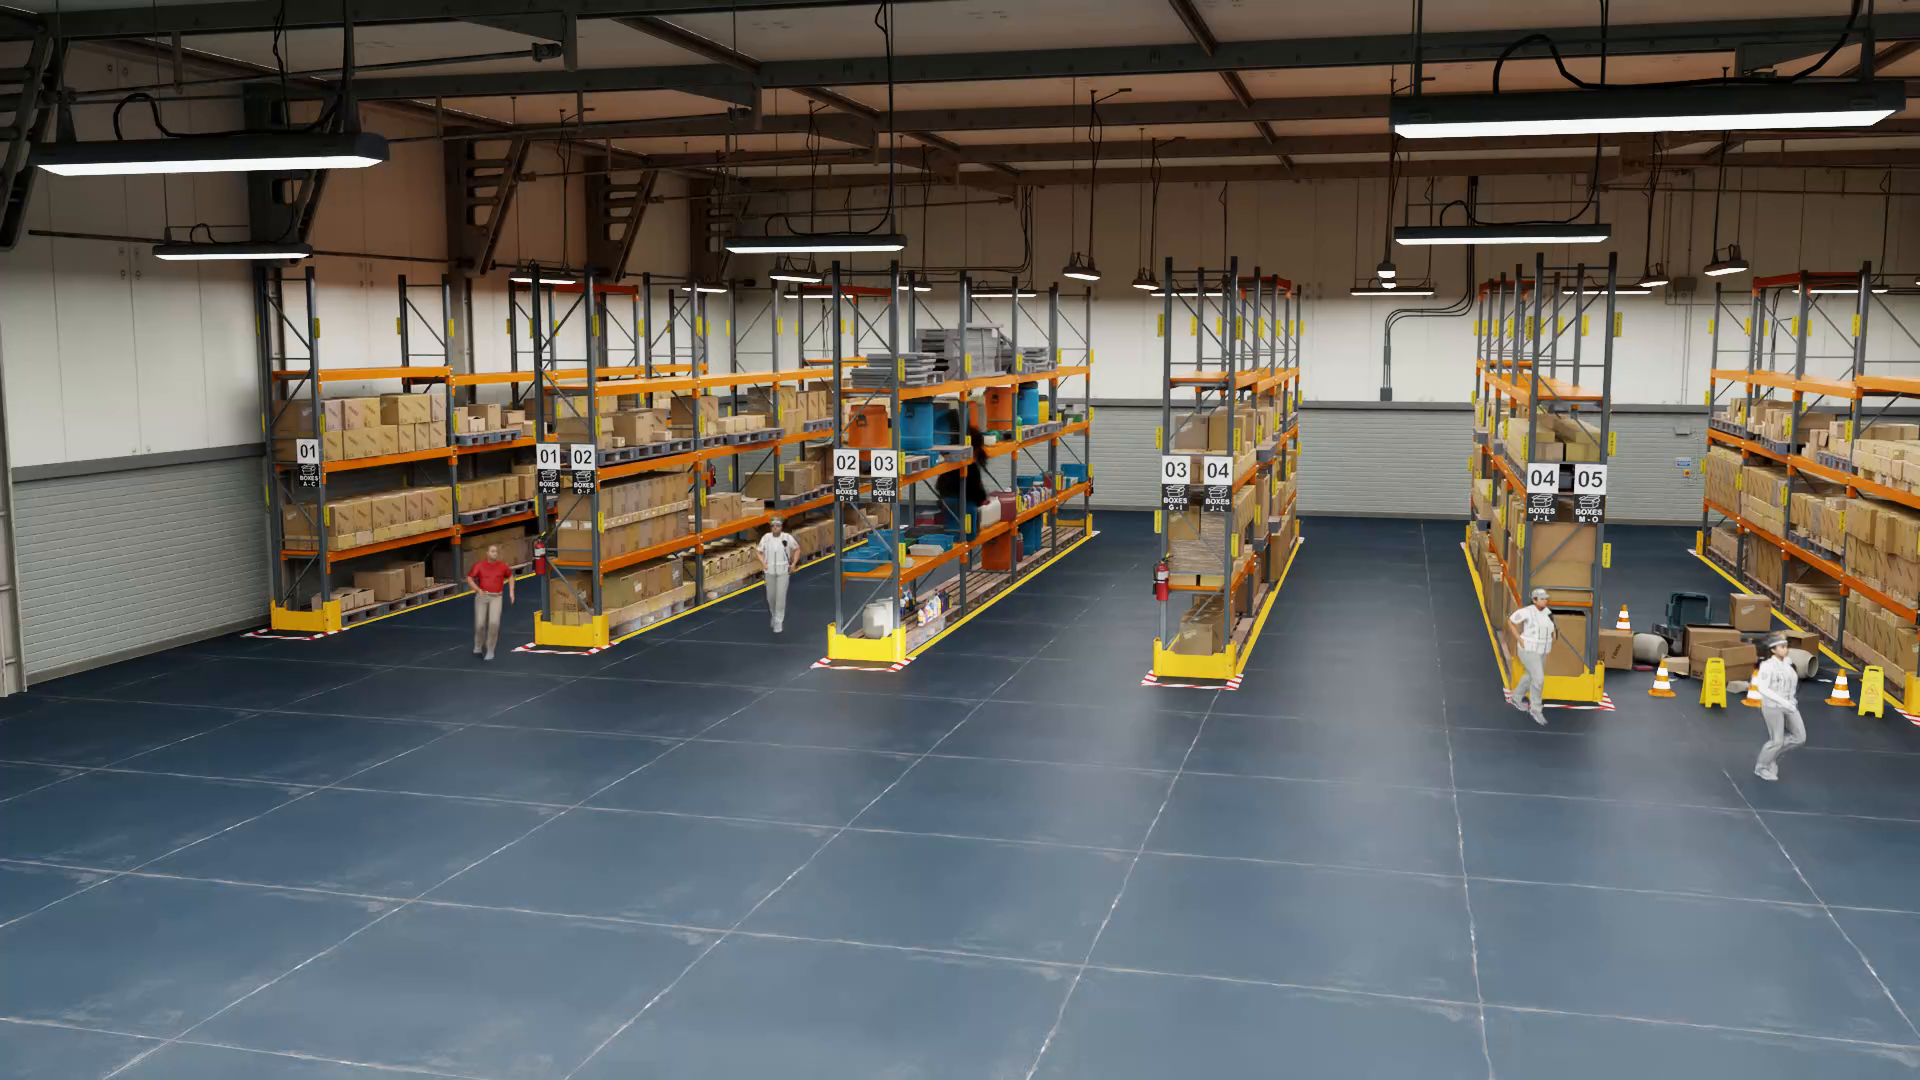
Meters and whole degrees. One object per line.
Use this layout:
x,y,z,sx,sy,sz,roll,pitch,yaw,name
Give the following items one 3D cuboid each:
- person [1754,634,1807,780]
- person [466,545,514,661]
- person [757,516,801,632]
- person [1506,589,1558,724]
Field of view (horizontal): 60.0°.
9.112,1.855,18.442,0.629,1.655,0.524,-4,8,-26,person
-7.186,0.956,25.480,0.707,1.745,0.717,-2,8,-15,person
-2.879,0.519,26.311,0.689,1.819,0.745,0,7,3,person
7.386,1.473,21.438,0.608,1.712,0.720,-4,8,-30,person
